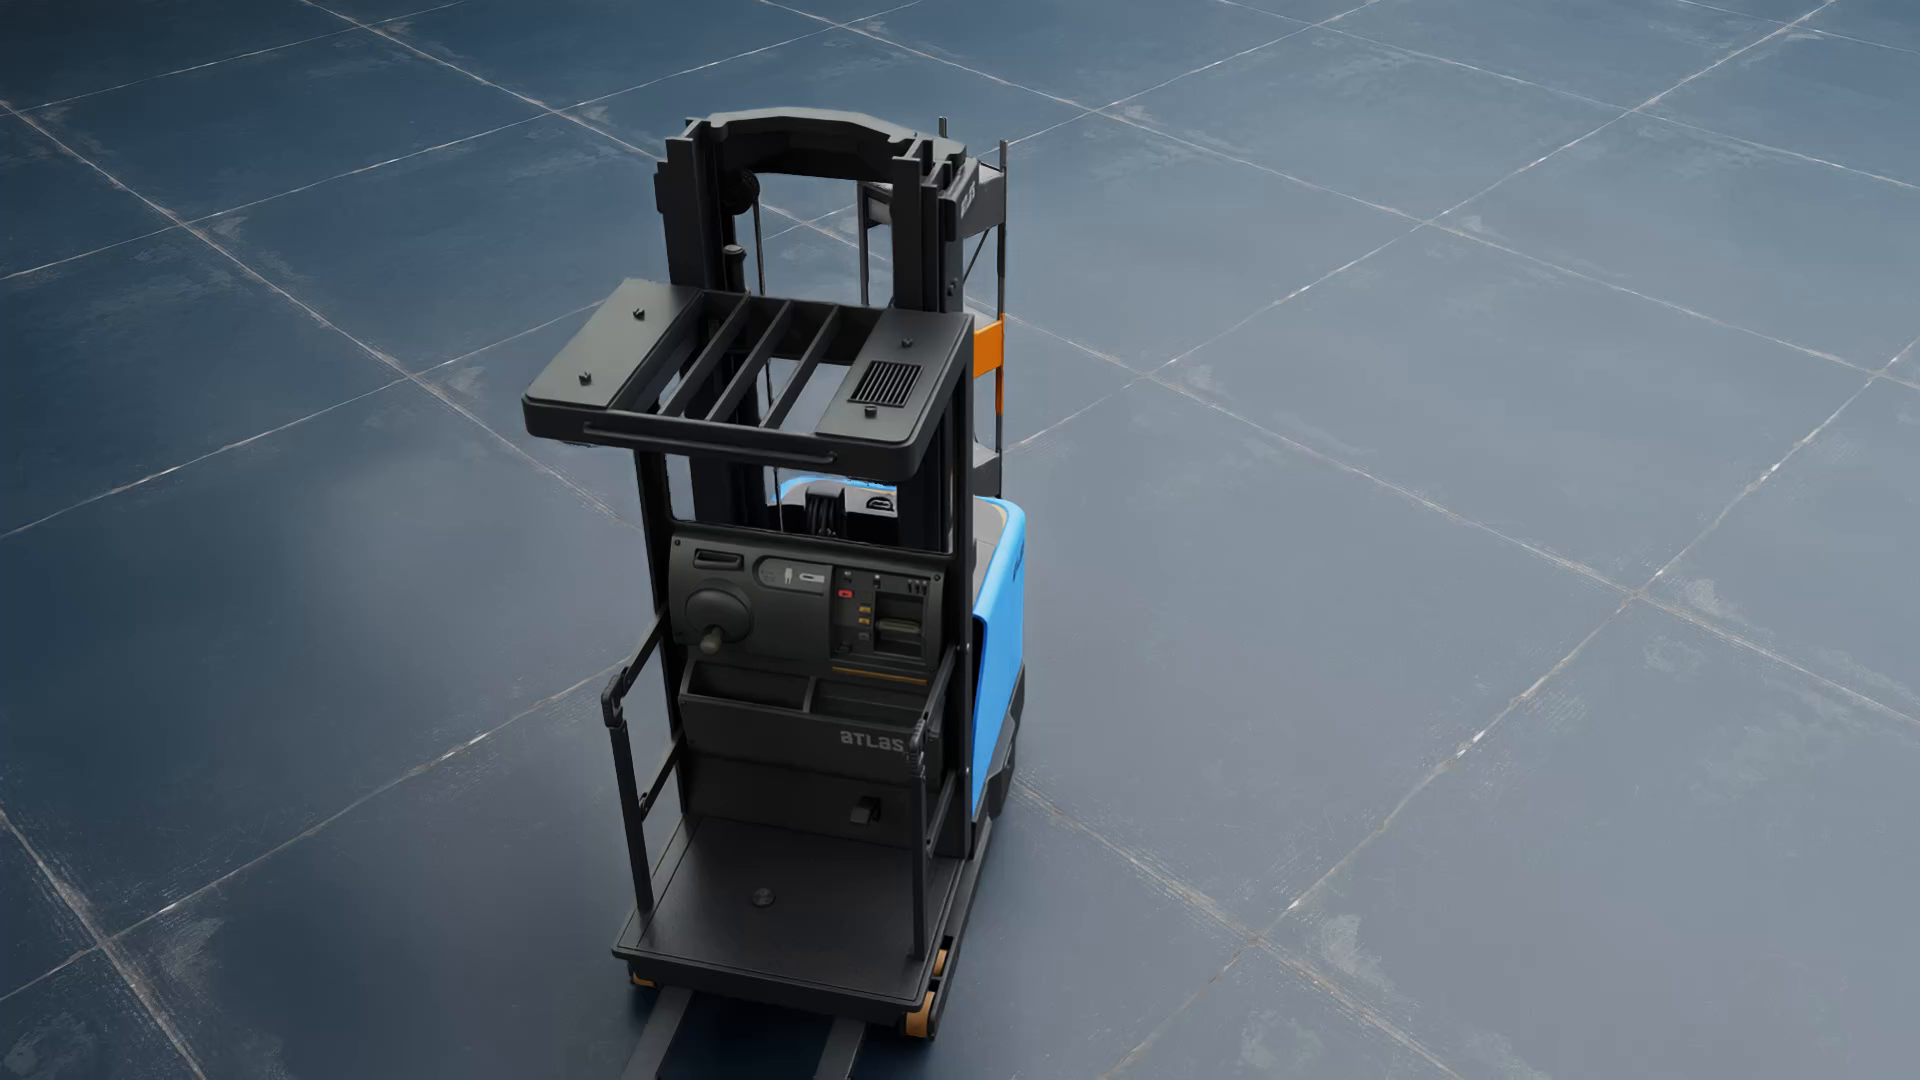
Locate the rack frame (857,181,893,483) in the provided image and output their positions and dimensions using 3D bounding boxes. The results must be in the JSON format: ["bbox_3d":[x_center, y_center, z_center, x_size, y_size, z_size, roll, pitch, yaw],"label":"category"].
[{"bbox_3d":[-0.289,-0.695,7.411,0.400,2.100,0.015,30,45,35],"label":"rack frame"}]

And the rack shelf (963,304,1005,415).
[{"bbox_3d":[-0.117,-0.783,7.561,0.431,0.518,0.480,30,45,35],"label":"rack shelf"}]

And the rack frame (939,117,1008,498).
[{"bbox_3d":[0.055,-0.893,7.695,0.400,2.100,0.015,30,45,35],"label":"rack frame"}]

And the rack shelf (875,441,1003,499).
[{"bbox_3d":[-0.117,-0.209,7.961,0.431,0.518,0.480,30,45,35],"label":"rack shelf"}]

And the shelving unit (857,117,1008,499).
[{"bbox_3d":[-0.117,-0.794,7.553,0.431,2.100,0.503,30,45,35],"label":"shelving unit"}]

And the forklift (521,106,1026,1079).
[{"bbox_3d":[-0.554,0.283,5.281,1.130,2.935,3.031,7,36,11],"label":"forklift"}]

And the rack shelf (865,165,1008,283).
[{"bbox_3d":[-0.117,-1.357,7.160,0.431,0.518,0.480,30,45,35],"label":"rack shelf"}]
